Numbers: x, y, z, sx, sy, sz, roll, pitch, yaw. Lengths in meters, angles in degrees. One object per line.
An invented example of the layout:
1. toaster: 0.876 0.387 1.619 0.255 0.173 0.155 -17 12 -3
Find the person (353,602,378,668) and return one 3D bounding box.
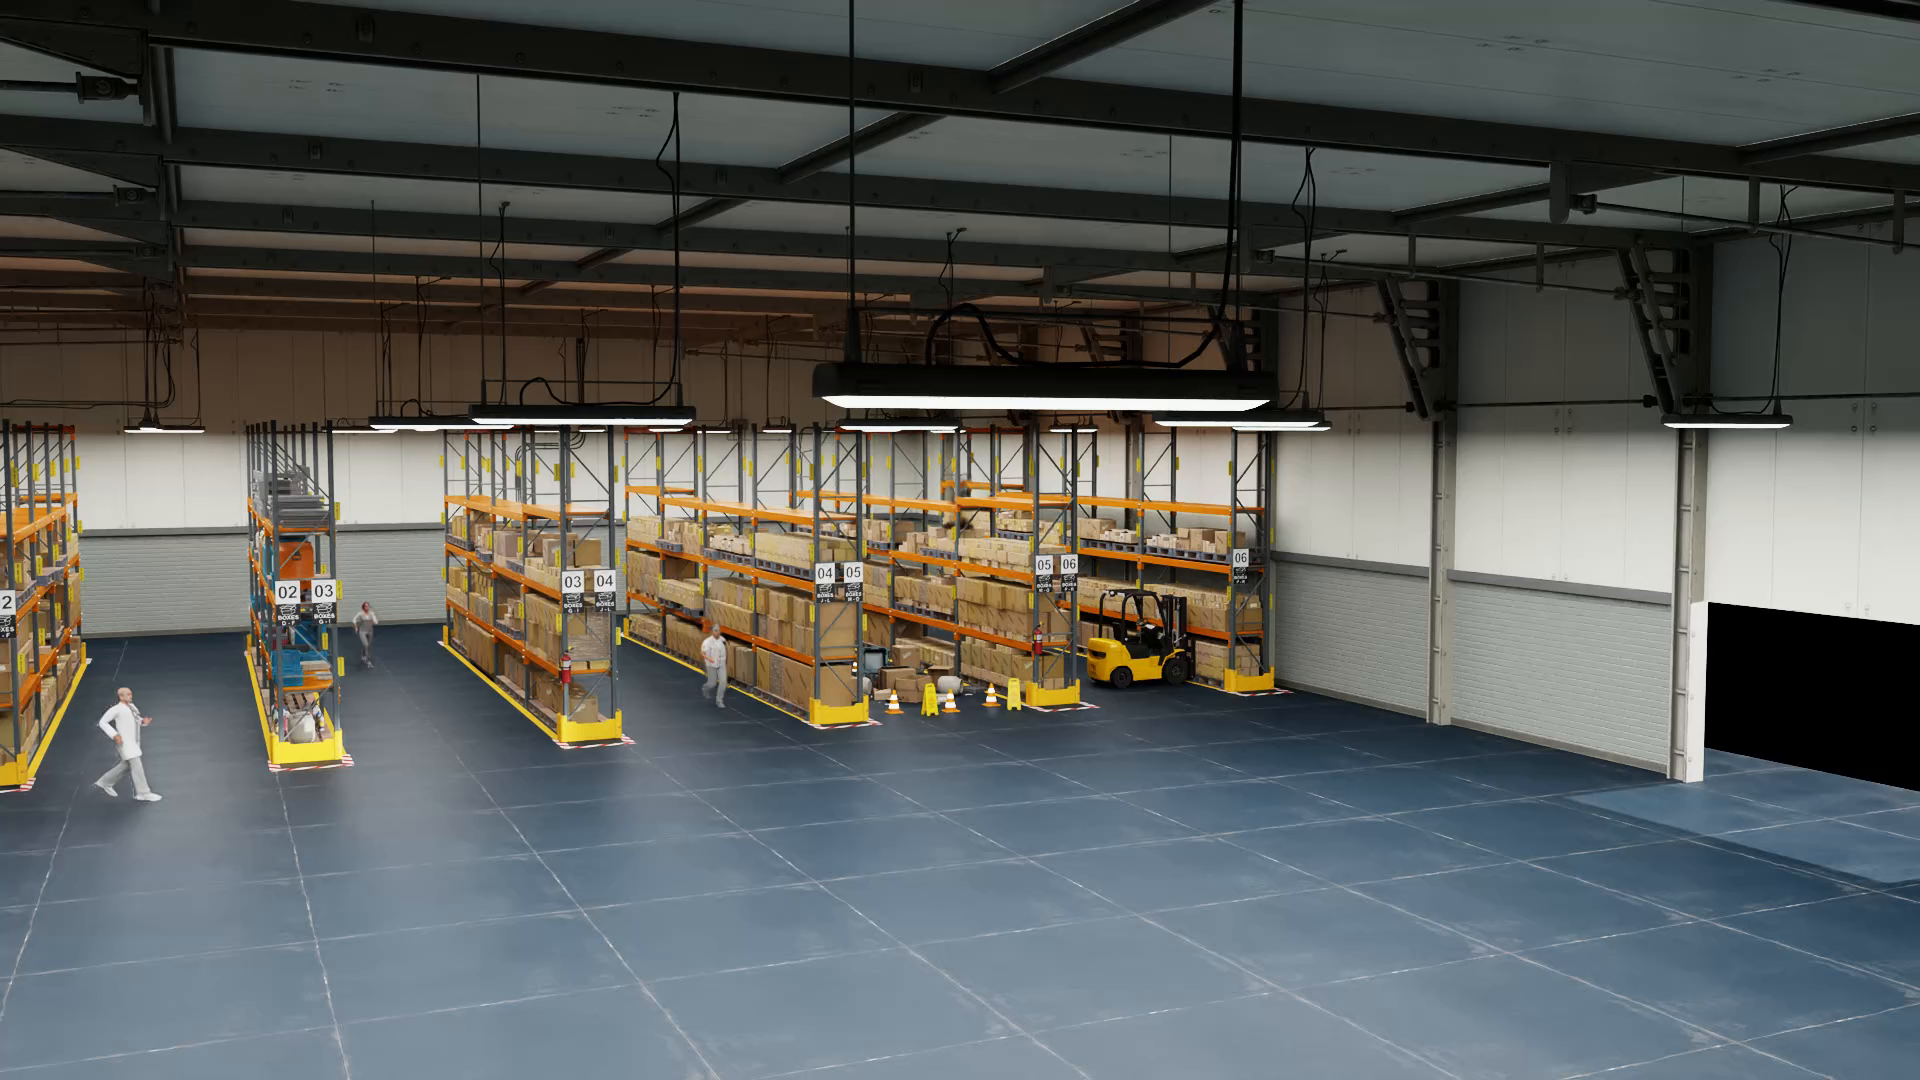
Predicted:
1. person: -14.715 2.373 41.198 0.529 1.496 0.883 -3 4 -37

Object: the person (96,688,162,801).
1. person: -13.012 3.180 25.974 1.065 1.762 0.704 0 4 -1

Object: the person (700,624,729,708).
1. person: -5.205 2.662 35.359 0.672 1.790 0.814 -2 4 -33

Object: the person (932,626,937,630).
1. person: -1.004 1.914 47.964 0.618 1.682 1.024 -3 5 -42
